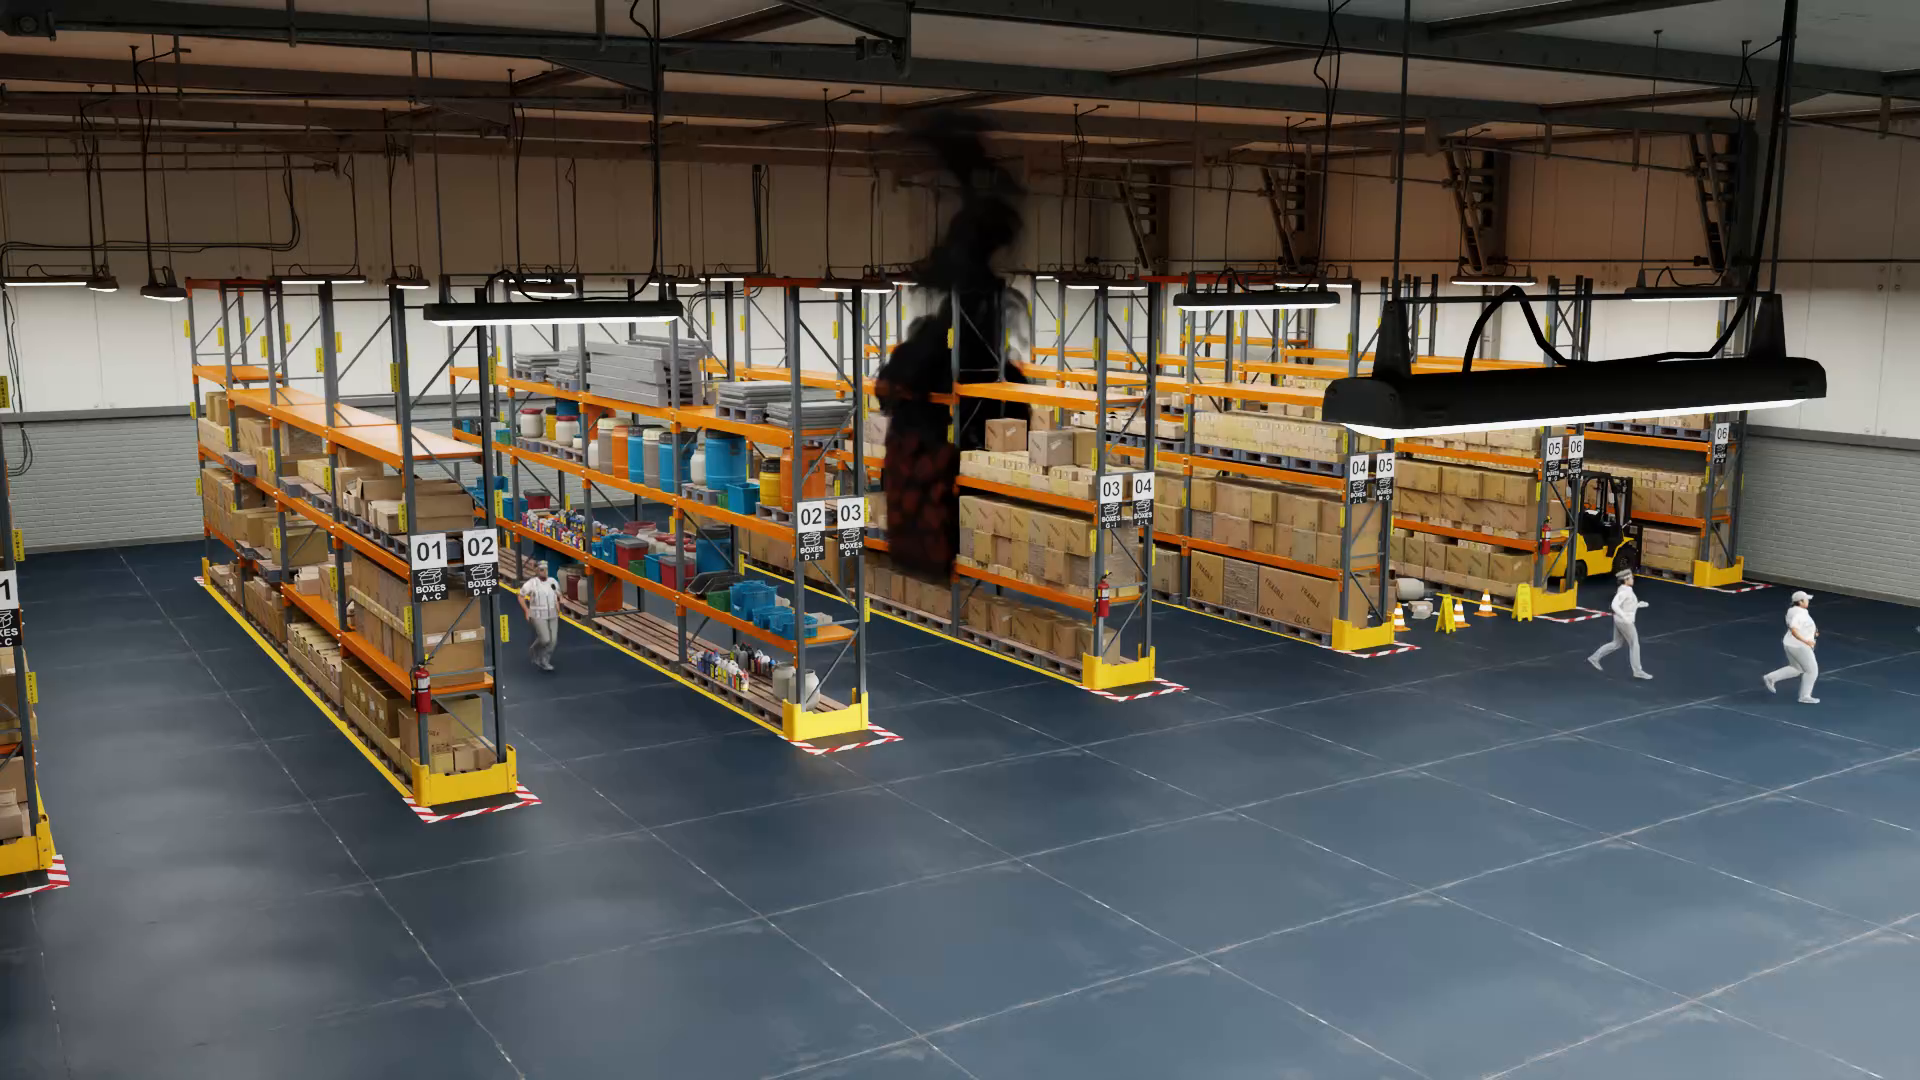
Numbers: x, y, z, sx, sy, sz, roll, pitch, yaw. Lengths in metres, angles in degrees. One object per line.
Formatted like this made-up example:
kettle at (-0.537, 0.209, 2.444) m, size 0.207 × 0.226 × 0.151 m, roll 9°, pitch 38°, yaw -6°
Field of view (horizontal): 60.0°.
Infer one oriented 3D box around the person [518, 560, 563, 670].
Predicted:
person at (-6.428, 1.173, 25.788) m, size 0.664 × 1.734 × 0.590 m, roll -8°, pitch 12°, yaw -39°

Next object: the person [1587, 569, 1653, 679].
person at (10.108, 1.259, 25.316) m, size 0.922 × 1.679 × 0.612 m, roll 2°, pitch 10°, yaw 12°

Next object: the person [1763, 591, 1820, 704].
person at (12.066, 1.538, 23.975) m, size 0.729 × 1.628 × 0.618 m, roll 2°, pitch 10°, yaw 11°
